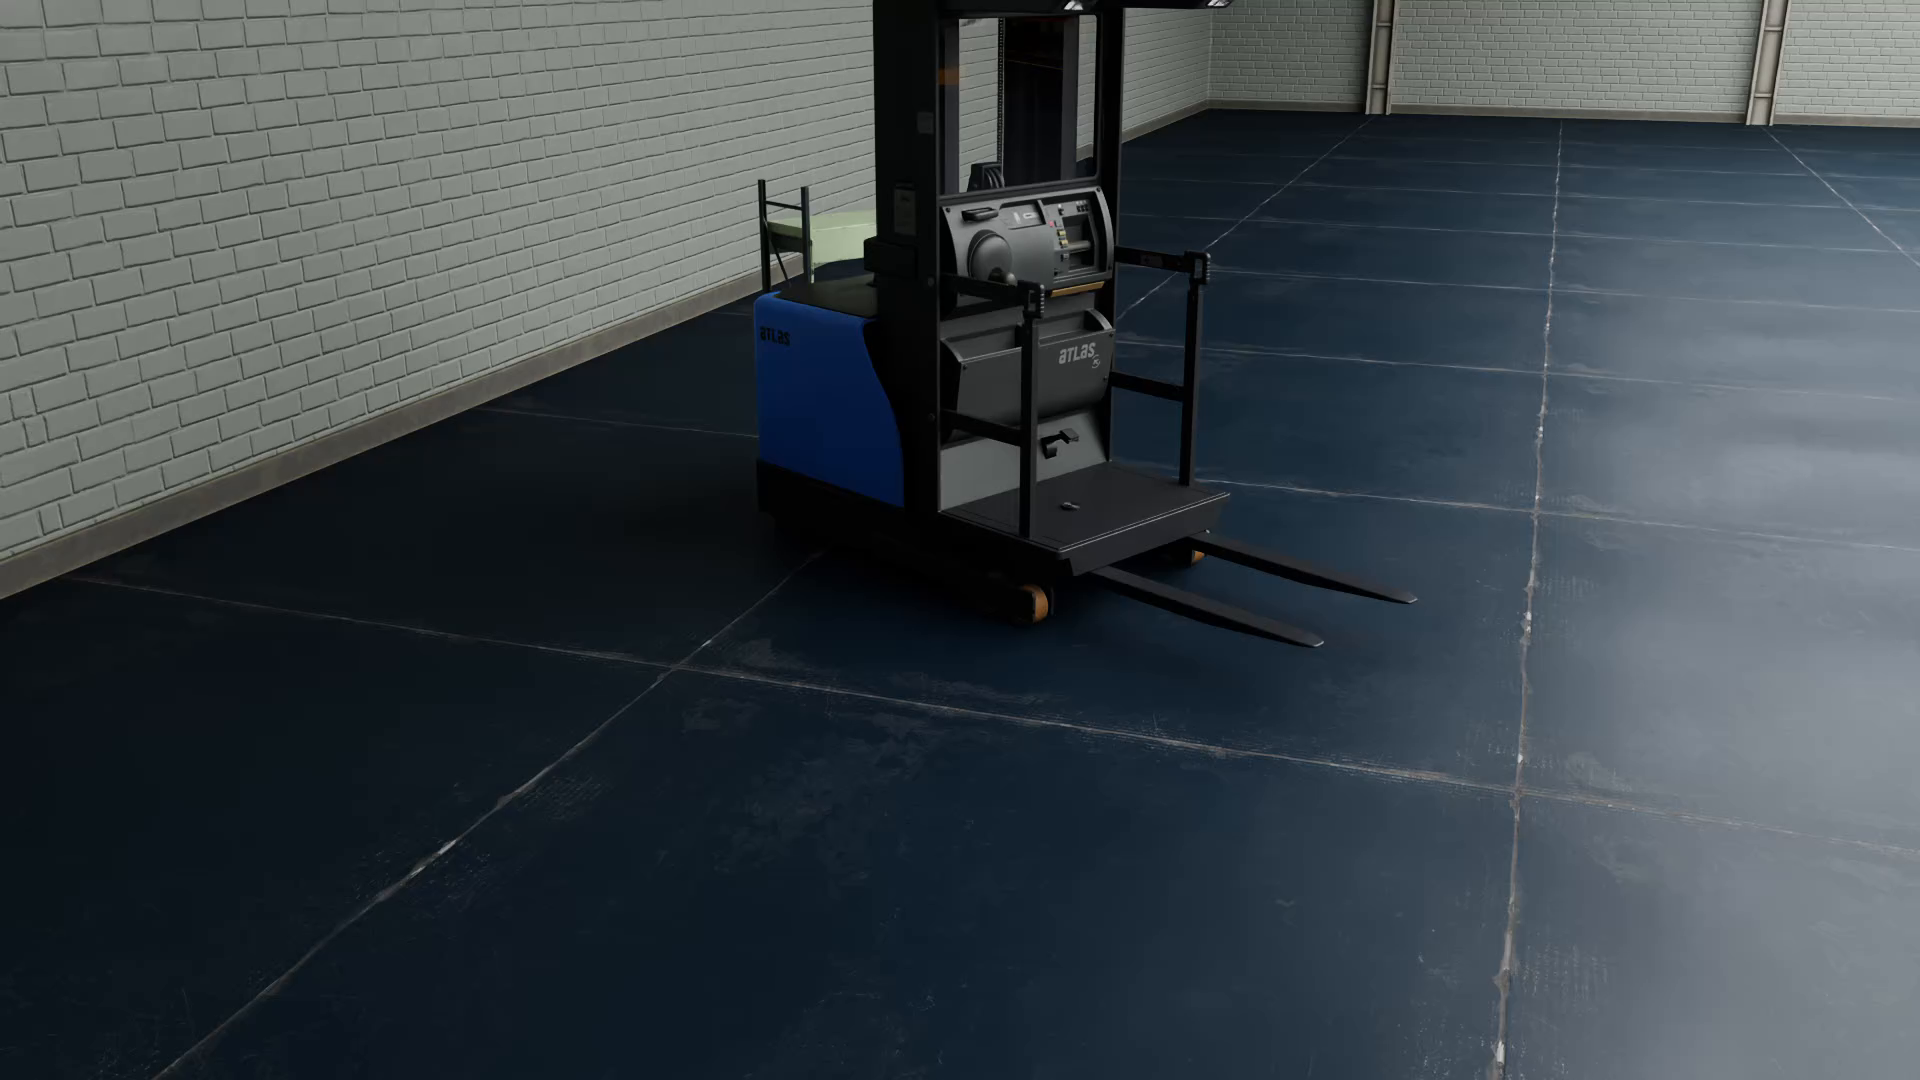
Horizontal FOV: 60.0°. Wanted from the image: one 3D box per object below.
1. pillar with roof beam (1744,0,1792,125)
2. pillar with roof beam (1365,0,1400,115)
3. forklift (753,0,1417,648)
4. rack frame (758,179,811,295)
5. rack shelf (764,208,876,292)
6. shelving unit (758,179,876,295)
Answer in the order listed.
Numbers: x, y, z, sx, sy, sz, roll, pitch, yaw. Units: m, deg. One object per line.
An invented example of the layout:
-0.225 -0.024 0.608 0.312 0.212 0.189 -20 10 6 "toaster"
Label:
11.459 -9.617 21.493 0.400 9.000 9.100 7 20 18 "pillar with roof beam"
5.791 -10.265 23.353 0.400 9.000 9.100 7 20 18 "pillar with roof beam"
0.436 -1.234 6.665 1.130 2.935 3.031 -18 26 -41 "forklift"
-0.834 -0.975 8.091 0.023 1.500 0.400 -15 24 -37 "rack frame"
-0.553 -1.420 8.184 0.720 0.370 0.431 -15 24 -37 "rack shelf"
-0.552 -1.051 8.311 0.755 1.500 0.431 -15 24 -37 "shelving unit"
